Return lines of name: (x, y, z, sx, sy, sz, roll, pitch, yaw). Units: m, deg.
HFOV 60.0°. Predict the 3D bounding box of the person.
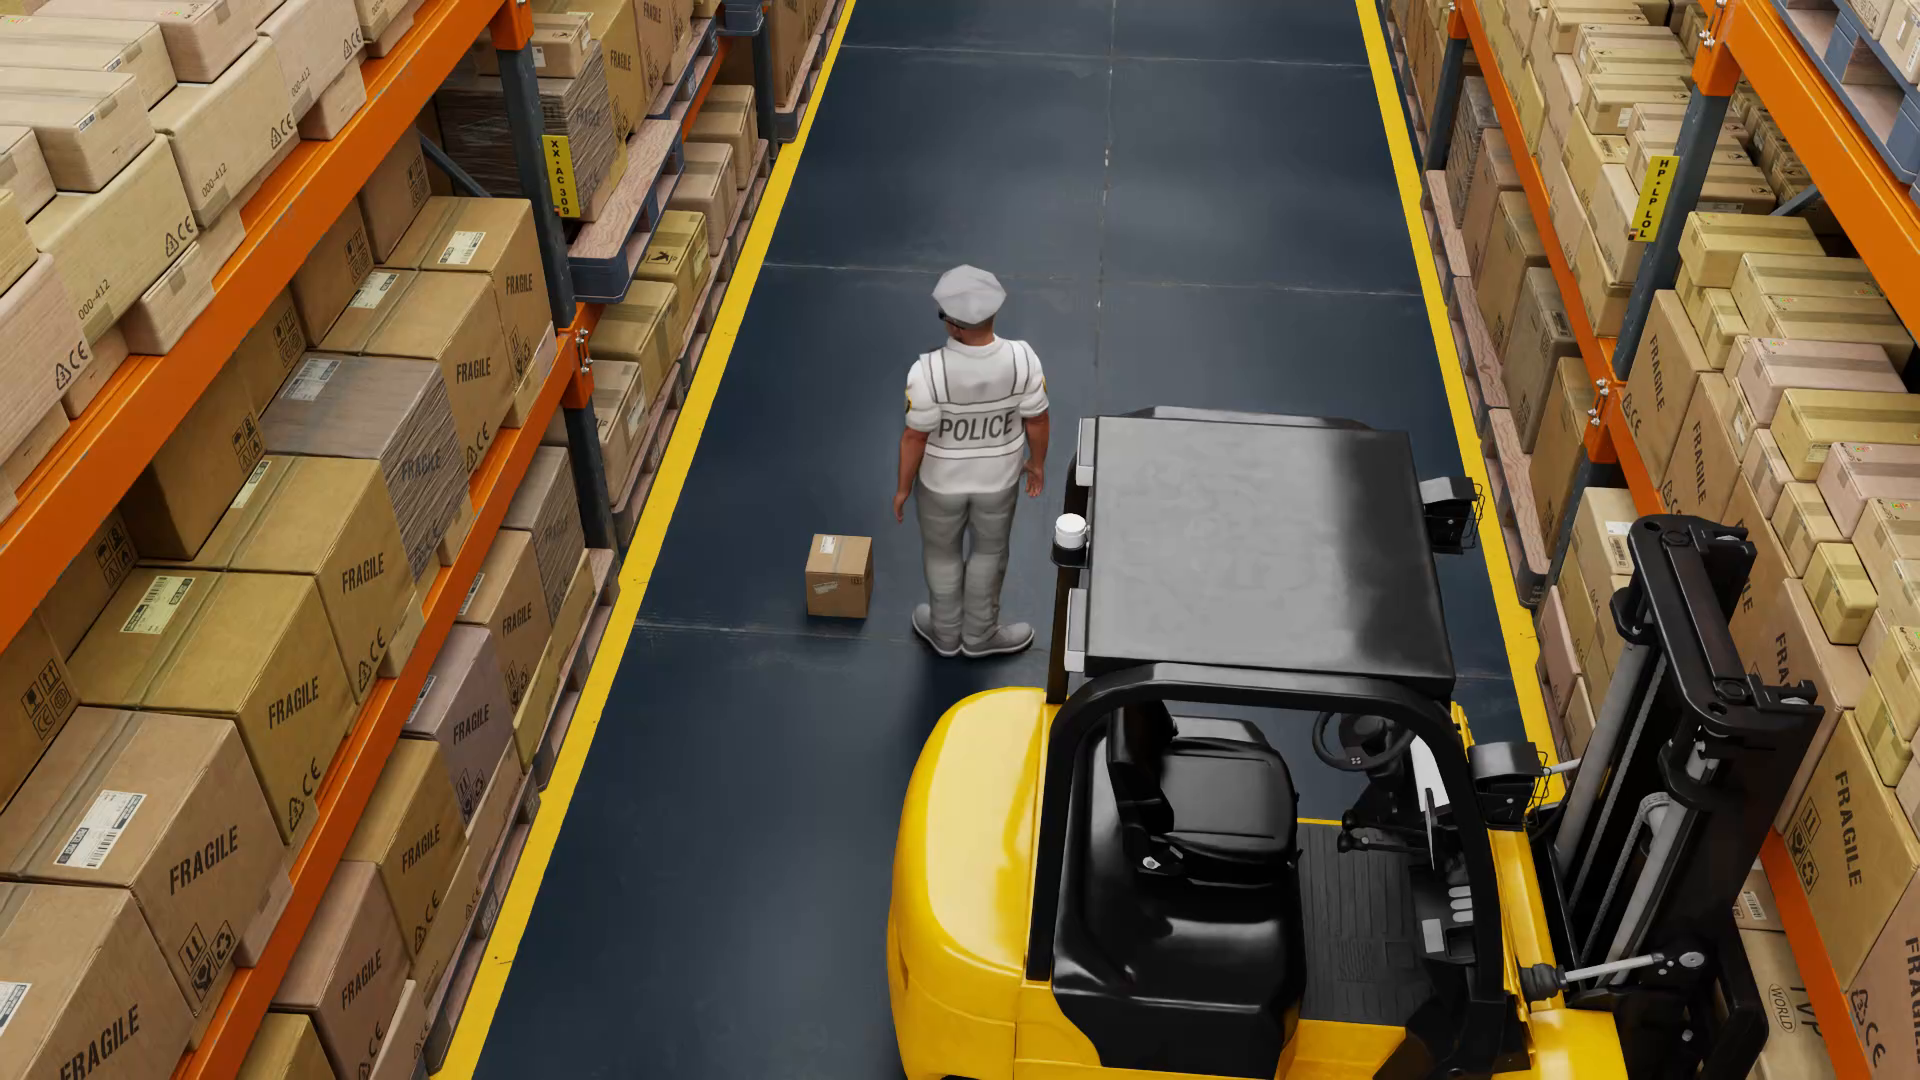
person: (0.035, -0.274, 6.450, 0.611, 1.764, 0.394, -5, 40, -6)
